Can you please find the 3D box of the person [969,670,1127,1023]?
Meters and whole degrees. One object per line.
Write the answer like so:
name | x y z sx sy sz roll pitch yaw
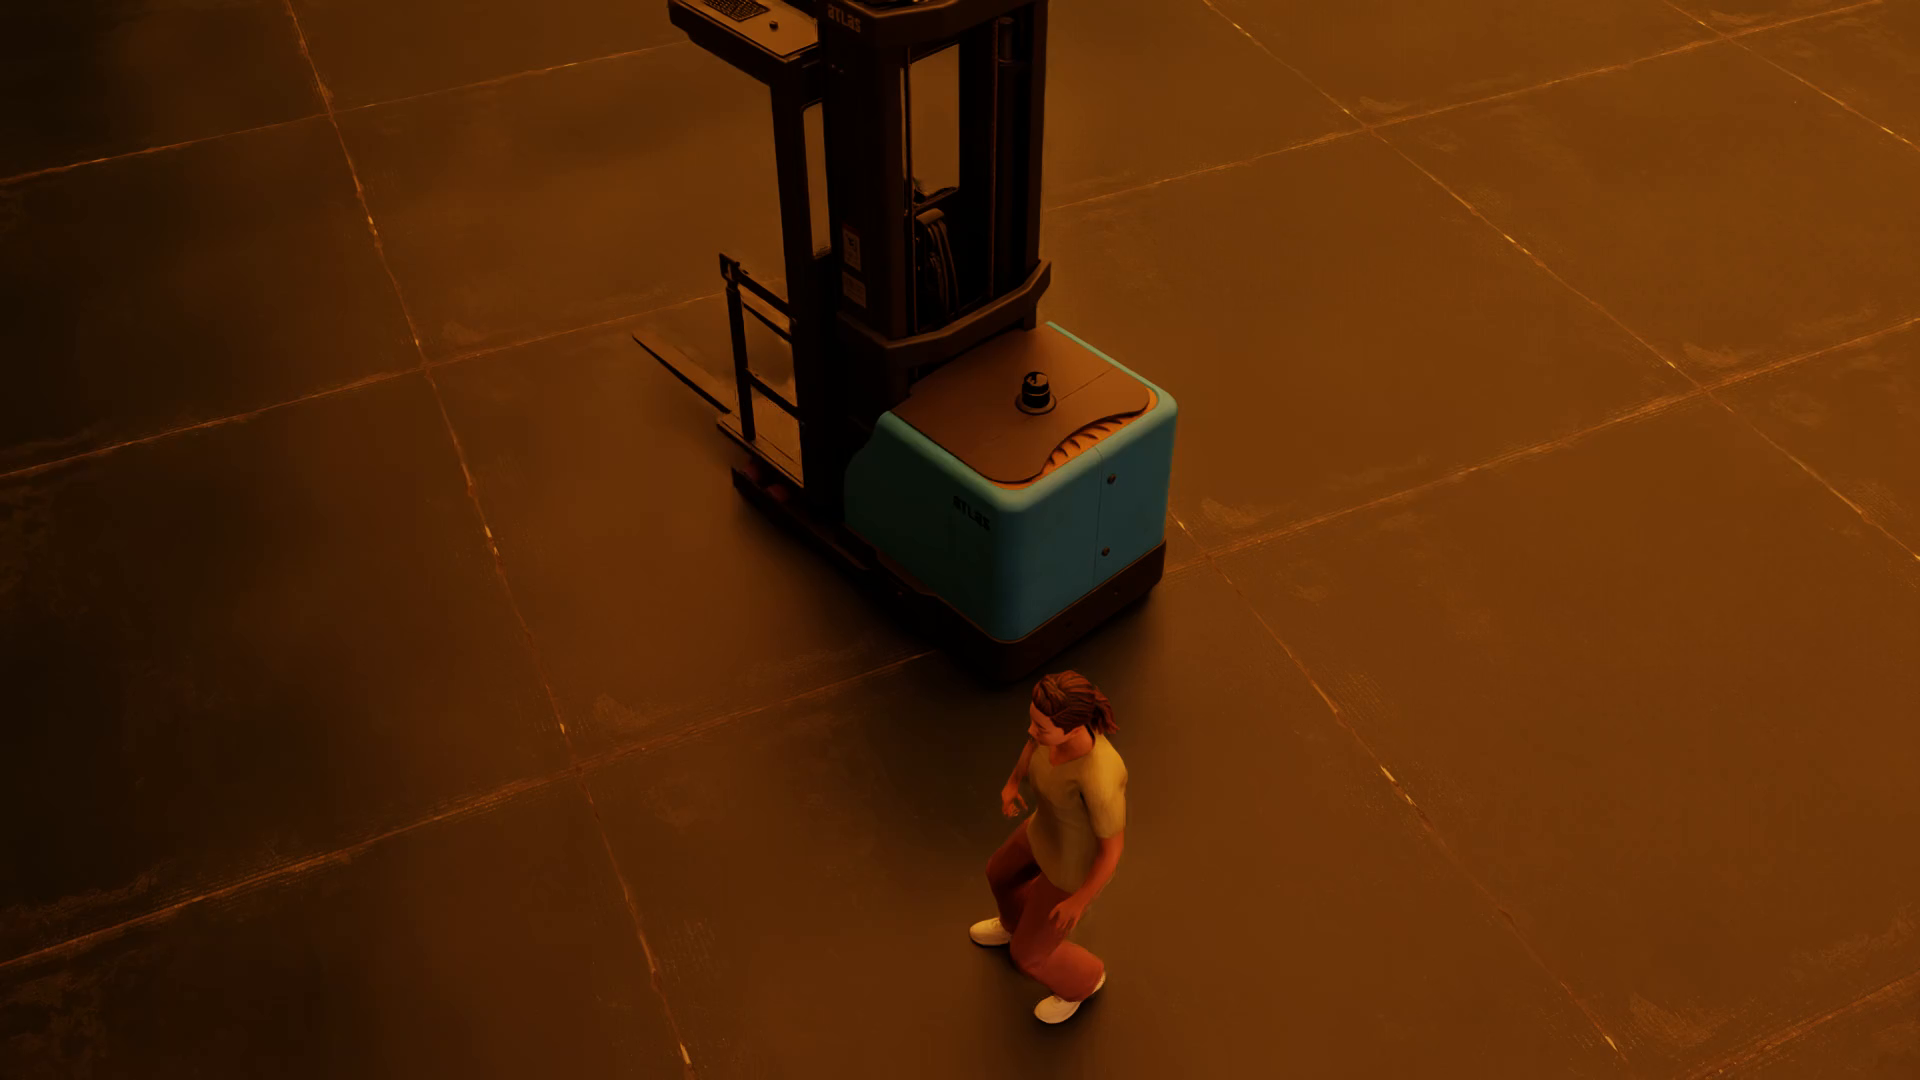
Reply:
person | 0.304 1.017 5.548 0.404 1.625 0.614 -14 45 -15

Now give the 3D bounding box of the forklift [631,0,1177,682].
forklift | -0.447 -1.388 7.167 1.130 2.935 3.031 -32 52 -30
